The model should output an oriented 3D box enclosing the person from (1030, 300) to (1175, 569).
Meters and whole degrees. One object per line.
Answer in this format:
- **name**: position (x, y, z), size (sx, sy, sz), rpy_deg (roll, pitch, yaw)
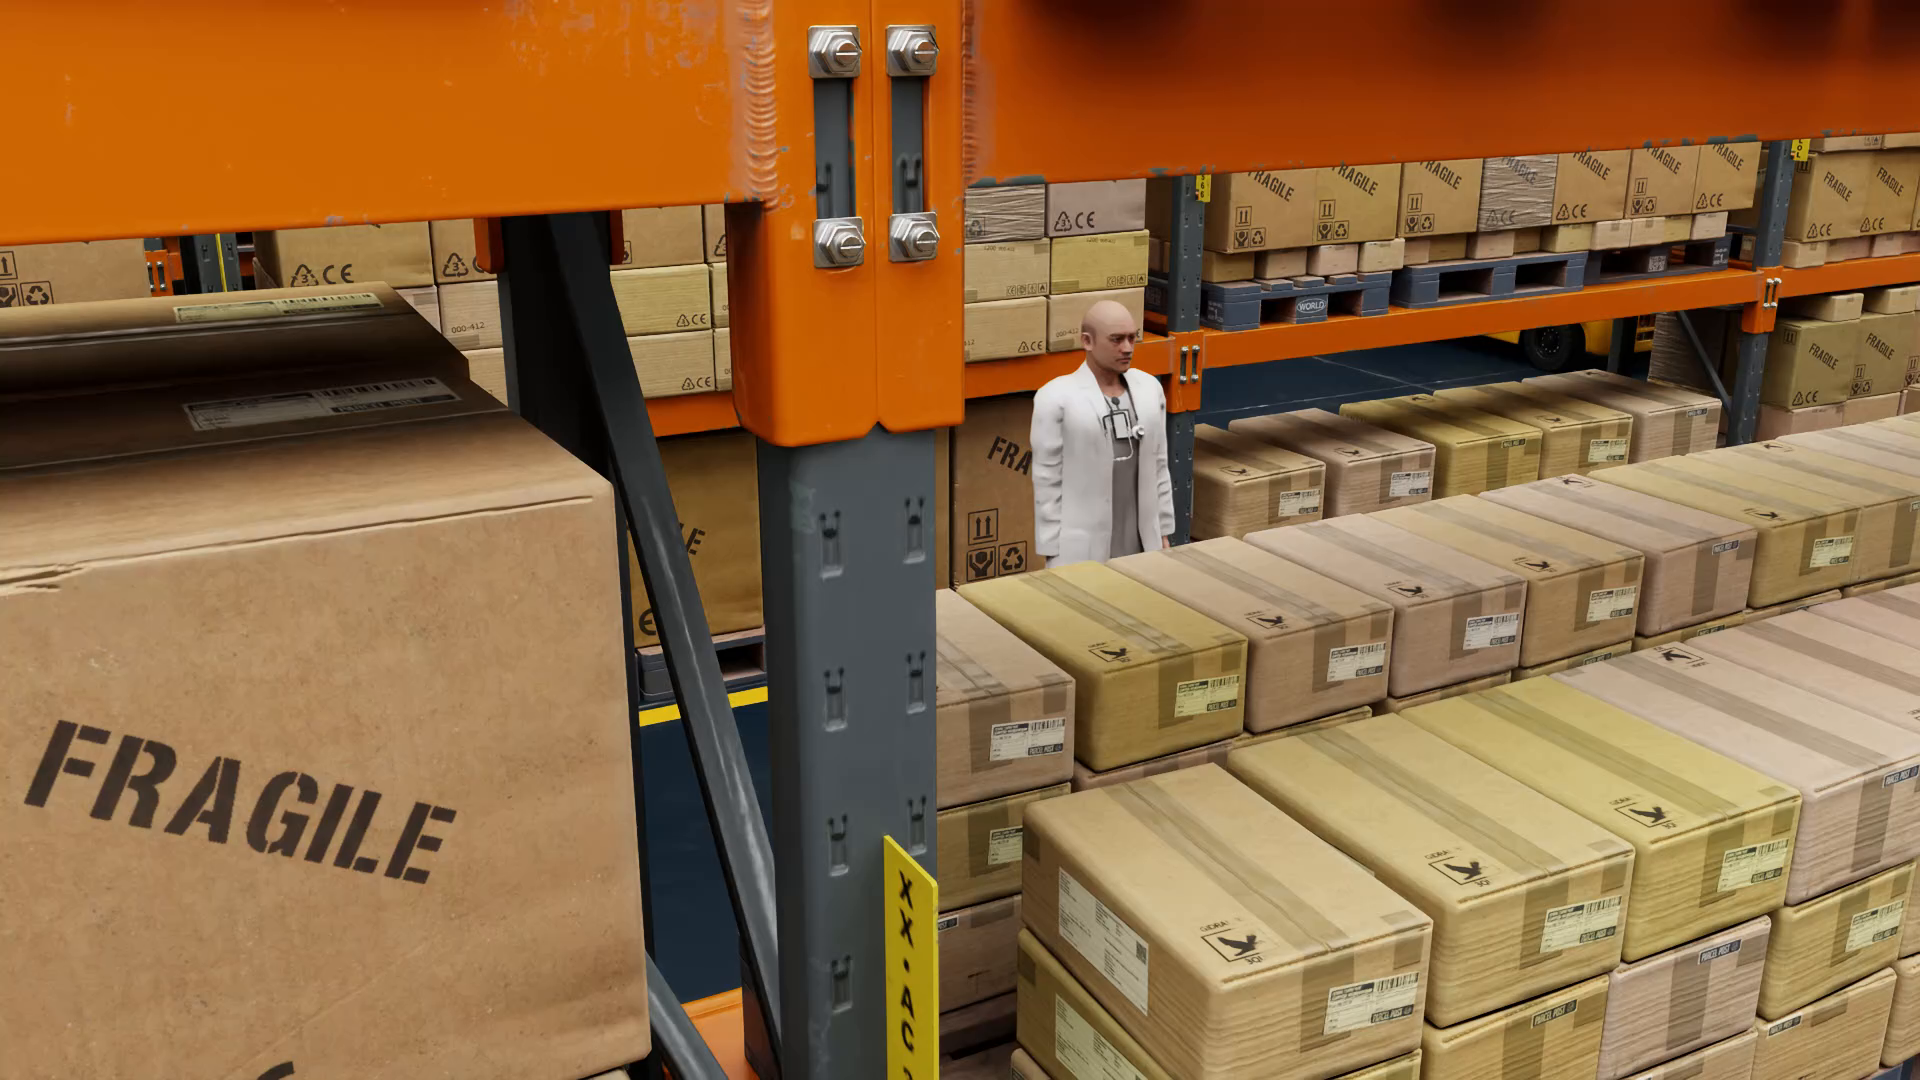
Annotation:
- **person**: position (0.534, 0.034, 6.013), size (0.562, 1.794, 0.411), rpy_deg (-9, 20, -25)
